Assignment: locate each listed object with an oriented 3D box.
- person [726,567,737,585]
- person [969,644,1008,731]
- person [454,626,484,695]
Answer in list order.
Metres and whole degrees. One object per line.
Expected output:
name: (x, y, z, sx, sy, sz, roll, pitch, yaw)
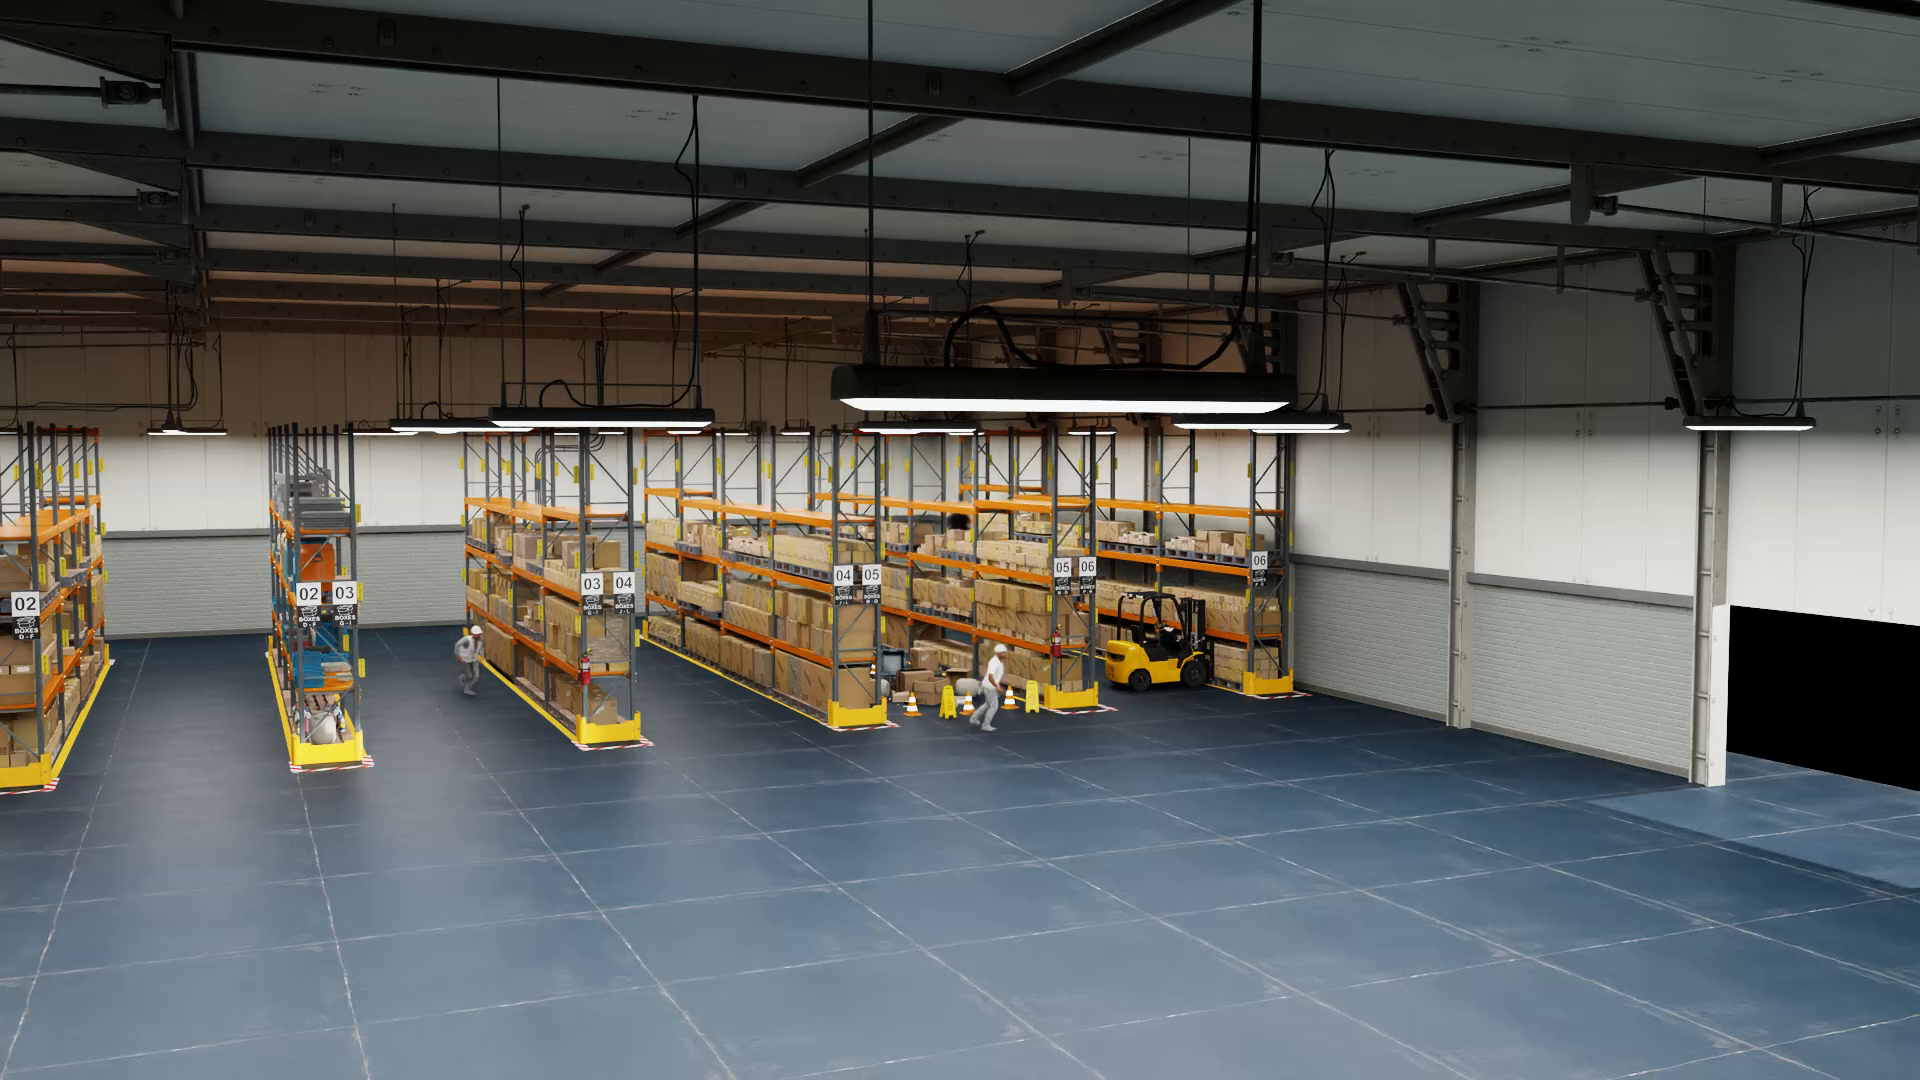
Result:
person: (-7.067, 1.678, 51.120, 1.067, 1.768, 0.718, -3, 5, -43)
person: (0.579, 2.886, 32.596, 0.773, 1.702, 0.673, 0, 3, 5)
person: (-10.934, 2.678, 37.028, 0.679, 1.584, 0.917, -3, 5, -45)
